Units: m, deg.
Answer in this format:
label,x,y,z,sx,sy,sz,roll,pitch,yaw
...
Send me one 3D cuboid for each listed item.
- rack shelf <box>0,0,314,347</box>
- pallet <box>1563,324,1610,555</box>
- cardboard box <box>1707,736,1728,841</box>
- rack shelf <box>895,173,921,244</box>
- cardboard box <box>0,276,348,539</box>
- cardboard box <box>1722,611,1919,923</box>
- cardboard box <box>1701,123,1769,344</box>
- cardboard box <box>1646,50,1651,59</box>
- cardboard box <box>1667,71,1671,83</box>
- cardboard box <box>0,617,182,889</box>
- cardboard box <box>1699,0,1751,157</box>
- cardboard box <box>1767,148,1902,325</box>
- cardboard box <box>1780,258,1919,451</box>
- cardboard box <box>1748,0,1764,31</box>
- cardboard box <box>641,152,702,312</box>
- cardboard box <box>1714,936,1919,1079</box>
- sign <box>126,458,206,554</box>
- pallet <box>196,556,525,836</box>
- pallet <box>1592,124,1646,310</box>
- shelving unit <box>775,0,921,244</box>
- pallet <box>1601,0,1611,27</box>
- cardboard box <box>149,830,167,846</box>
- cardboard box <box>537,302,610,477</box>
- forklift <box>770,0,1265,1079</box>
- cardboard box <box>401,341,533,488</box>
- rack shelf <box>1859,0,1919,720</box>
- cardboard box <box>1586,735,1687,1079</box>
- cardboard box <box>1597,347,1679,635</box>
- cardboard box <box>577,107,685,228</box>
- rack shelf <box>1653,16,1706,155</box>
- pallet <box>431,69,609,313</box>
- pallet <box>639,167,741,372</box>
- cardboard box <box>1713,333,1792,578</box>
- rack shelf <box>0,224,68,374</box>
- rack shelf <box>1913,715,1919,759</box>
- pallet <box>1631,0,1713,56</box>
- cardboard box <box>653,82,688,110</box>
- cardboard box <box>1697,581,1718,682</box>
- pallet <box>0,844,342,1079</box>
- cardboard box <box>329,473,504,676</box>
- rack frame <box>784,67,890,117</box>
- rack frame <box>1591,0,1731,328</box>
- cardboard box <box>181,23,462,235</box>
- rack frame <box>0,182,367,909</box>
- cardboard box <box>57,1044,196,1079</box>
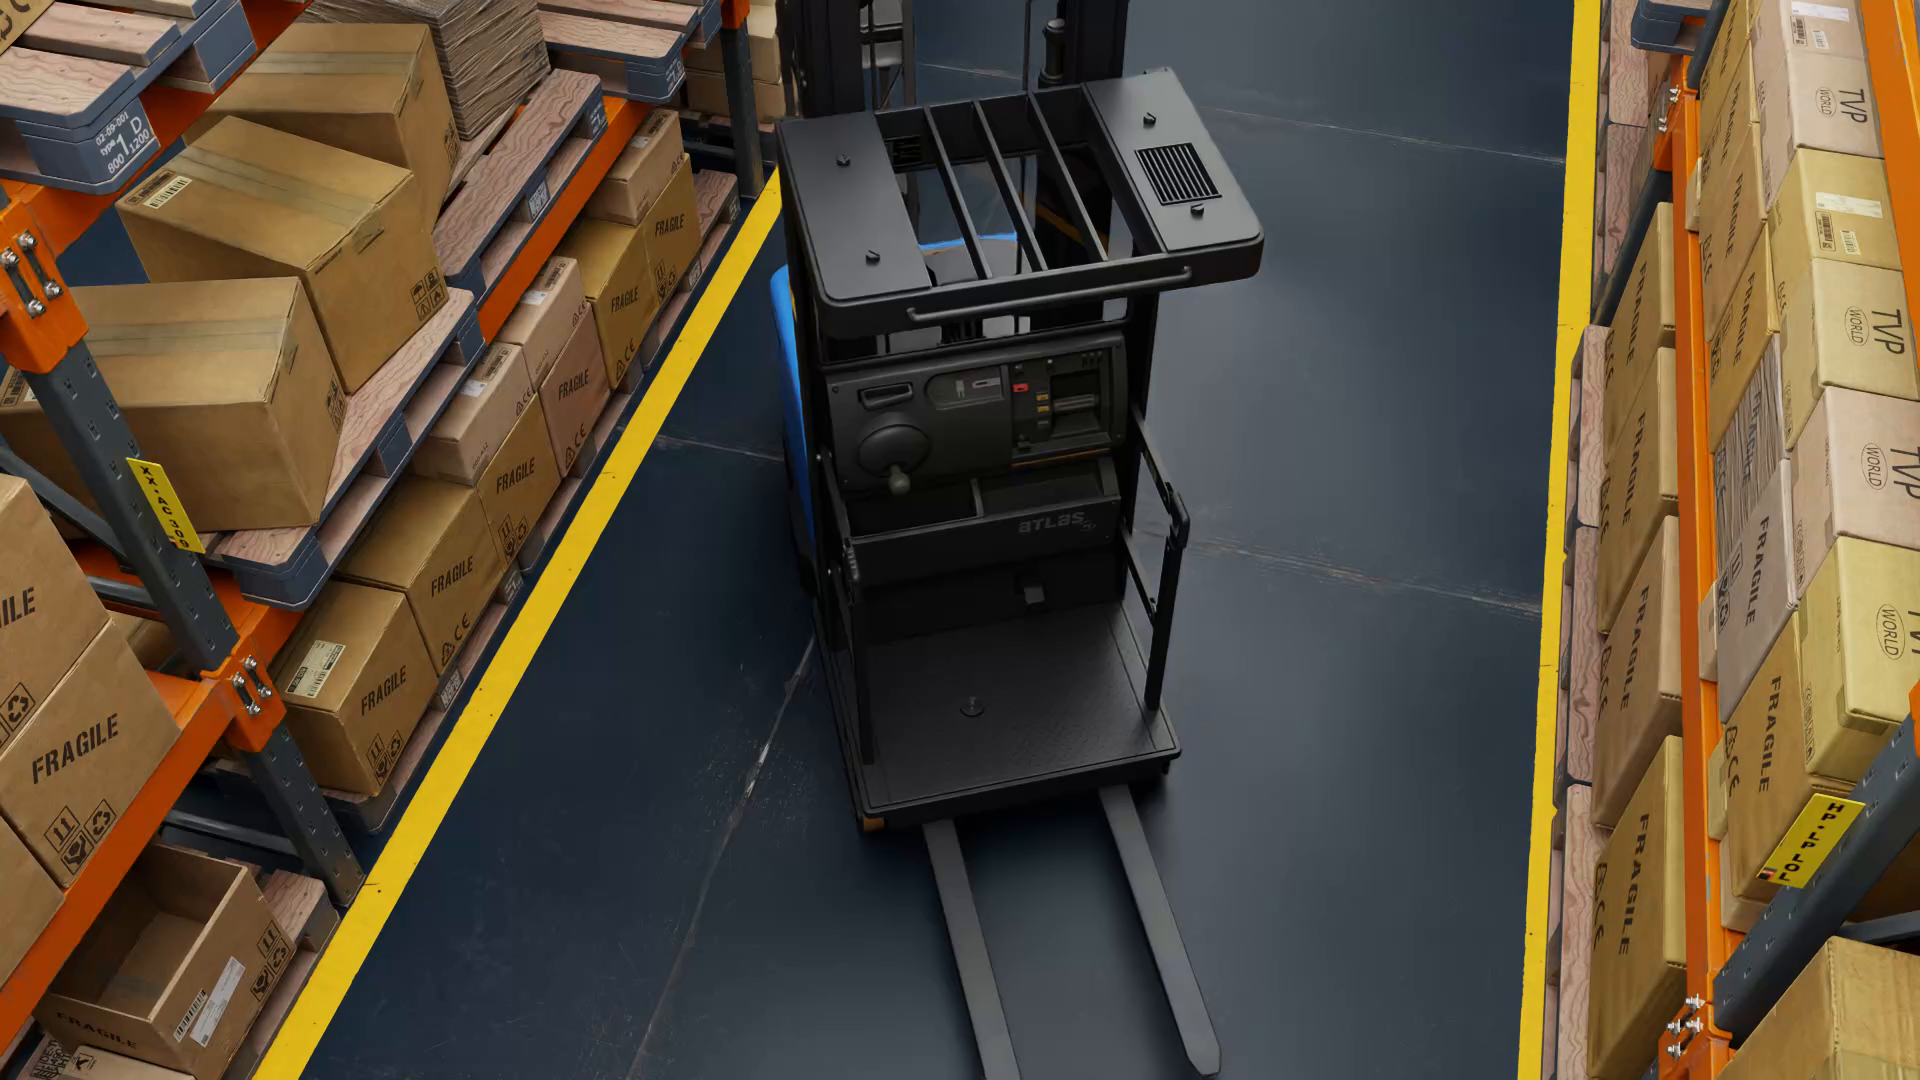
label,x,y,z,sx,sy,sz,roll,pitch,yaw
rack shelf,-1.988,-2.099,5.000,1.077,0.370,4.000,12,50,10
pallet,3.038,-0.339,6.827,1.003,0.211,1.213,12,50,10
cardboard box,2.125,0.665,4.235,0.380,0.149,0.250,12,50,11
rack shelf,-0.409,-1.276,6.413,0.431,0.518,0.480,-10,49,-9
cardboard box,-2.174,-0.369,4.647,0.700,0.500,0.500,-3,49,-3
cardboard box,2.144,0.555,3.900,0.500,0.500,0.500,11,49,9
cardboard box,2.665,-0.918,5.200,0.500,0.500,0.500,11,50,10
cardboard box,3.933,-2.748,8.467,0.700,0.500,0.500,12,50,10
cardboard box,3.706,-2.016,7.821,0.700,0.500,0.500,11,50,10
cardboard box,-2.398,0.481,4.177,0.500,0.500,0.500,12,50,11
cardboard box,2.944,-1.654,5.850,0.500,0.500,0.500,13,50,11
cardboard box,2.554,-0.804,4.599,0.500,0.250,0.500,11,49,9
cardboard box,2.420,-0.435,4.273,0.500,0.250,0.500,12,50,11
cardboard box,2.943,-1.905,5.571,0.500,0.250,0.500,13,50,11
cardboard box,-1.481,-1.387,7.266,0.500,0.500,0.500,13,50,12
cardboard box,2.107,1.366,3.262,0.980,0.700,0.700,12,50,11
sign,-1.989,-0.083,4.164,0.100,0.325,0.005,12,50,10
pallet,-2.337,0.429,6.150,1.003,0.211,1.213,12,50,10
pallet,3.526,-1.459,7.816,1.003,0.211,1.213,12,50,10
shelving unit,-0.409,-1.285,6.403,0.431,2.100,0.503,-10,49,-9
pallet,4.168,-3.224,9.373,1.003,0.211,1.213,12,50,10
cardboard box,-2.833,1.107,5.191,0.500,0.311,0.500,12,50,10
cardboard box,-1.750,-0.632,6.600,0.500,0.500,0.500,10,49,9
forklift,0.113,-0.281,4.962,1.130,2.935,3.031,-10,49,-9
cardboard box,-1.889,-0.490,5.974,0.500,0.250,0.500,12,50,10
rack shelf,2.792,-1.125,4.140,1.077,0.370,4.000,12,50,10
cardboard box,2.311,1.153,4.804,0.750,0.750,0.750,12,50,10
cardboard box,2.762,-0.106,5.915,0.750,0.750,0.750,11,50,10
cardboard box,-1.492,-1.594,6.948,0.500,0.250,0.500,13,50,11
rack shelf,3.845,-3.025,7.818,1.077,0.370,4.000,12,50,10
pallet,-1.969,-1.320,5.962,1.003,0.211,1.213,12,50,10
pallet,-1.694,-1.336,7.707,1.003,0.211,1.213,12,50,10
cardboard box,2.409,-0.178,4.547,0.500,0.500,0.500,12,50,10
rack shelf,-3.041,0.794,2.447,1.077,0.370,4.000,12,50,10
rack shelf,1.739,1.769,1.586,1.077,0.370,4.000,12,50,10
pallet,3.403,-2.290,6.817,1.213,0.211,1.003,12,50,10
cardboard box,-1.558,-2.449,8.384,0.500,0.250,0.500,13,50,11
cardboard box,2.250,0.284,4.572,0.380,0.149,0.250,12,50,10
pallet,-2.696,1.521,5.186,1.003,0.211,1.213,12,50,10
cardboard box,-2.022,0.093,5.959,0.500,0.500,0.500,12,50,11
rack frame,-0.464,-1.463,6.560,0.400,2.100,0.015,-10,49,-9
rack frame,3.319,-1.817,6.272,1.000,3.000,0.127,12,50,10
cardboard box,-2.109,-1.360,5.522,0.700,0.500,0.500,0,49,0
rack frame,-2.514,0.102,4.578,1.000,3.000,0.127,12,50,10
cardboard box,-2.431,1.651,4.819,0.380,0.149,0.250,12,50,10
